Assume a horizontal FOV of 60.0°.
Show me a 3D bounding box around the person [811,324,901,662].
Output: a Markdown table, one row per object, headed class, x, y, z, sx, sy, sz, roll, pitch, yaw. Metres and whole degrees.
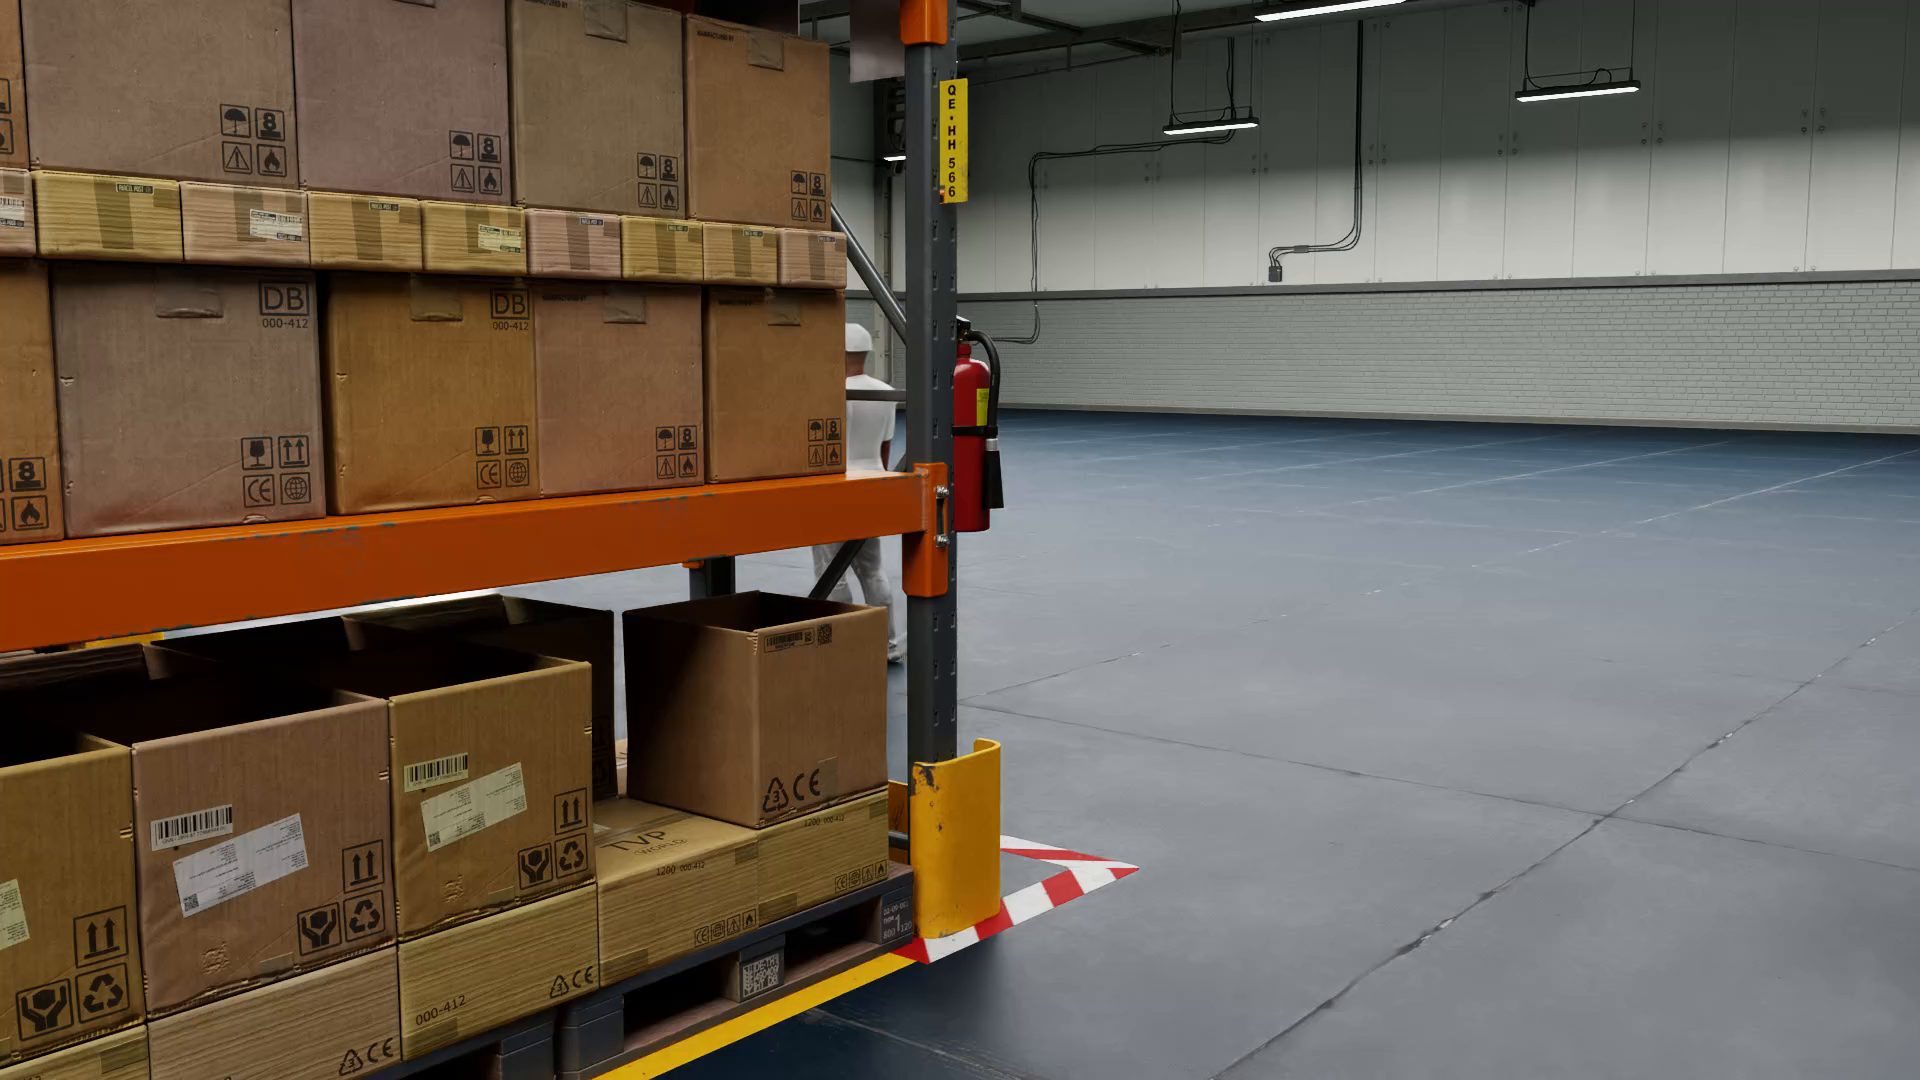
| class | x | y | z | sx | sy | sz | roll | pitch | yaw |
| --- | --- | --- | --- | --- | --- | --- | --- | --- | --- |
| person | -0.597 | -0.196 | 8.565 | 0.408 | 1.819 | 0.568 | 5 | 9 | 39 |
